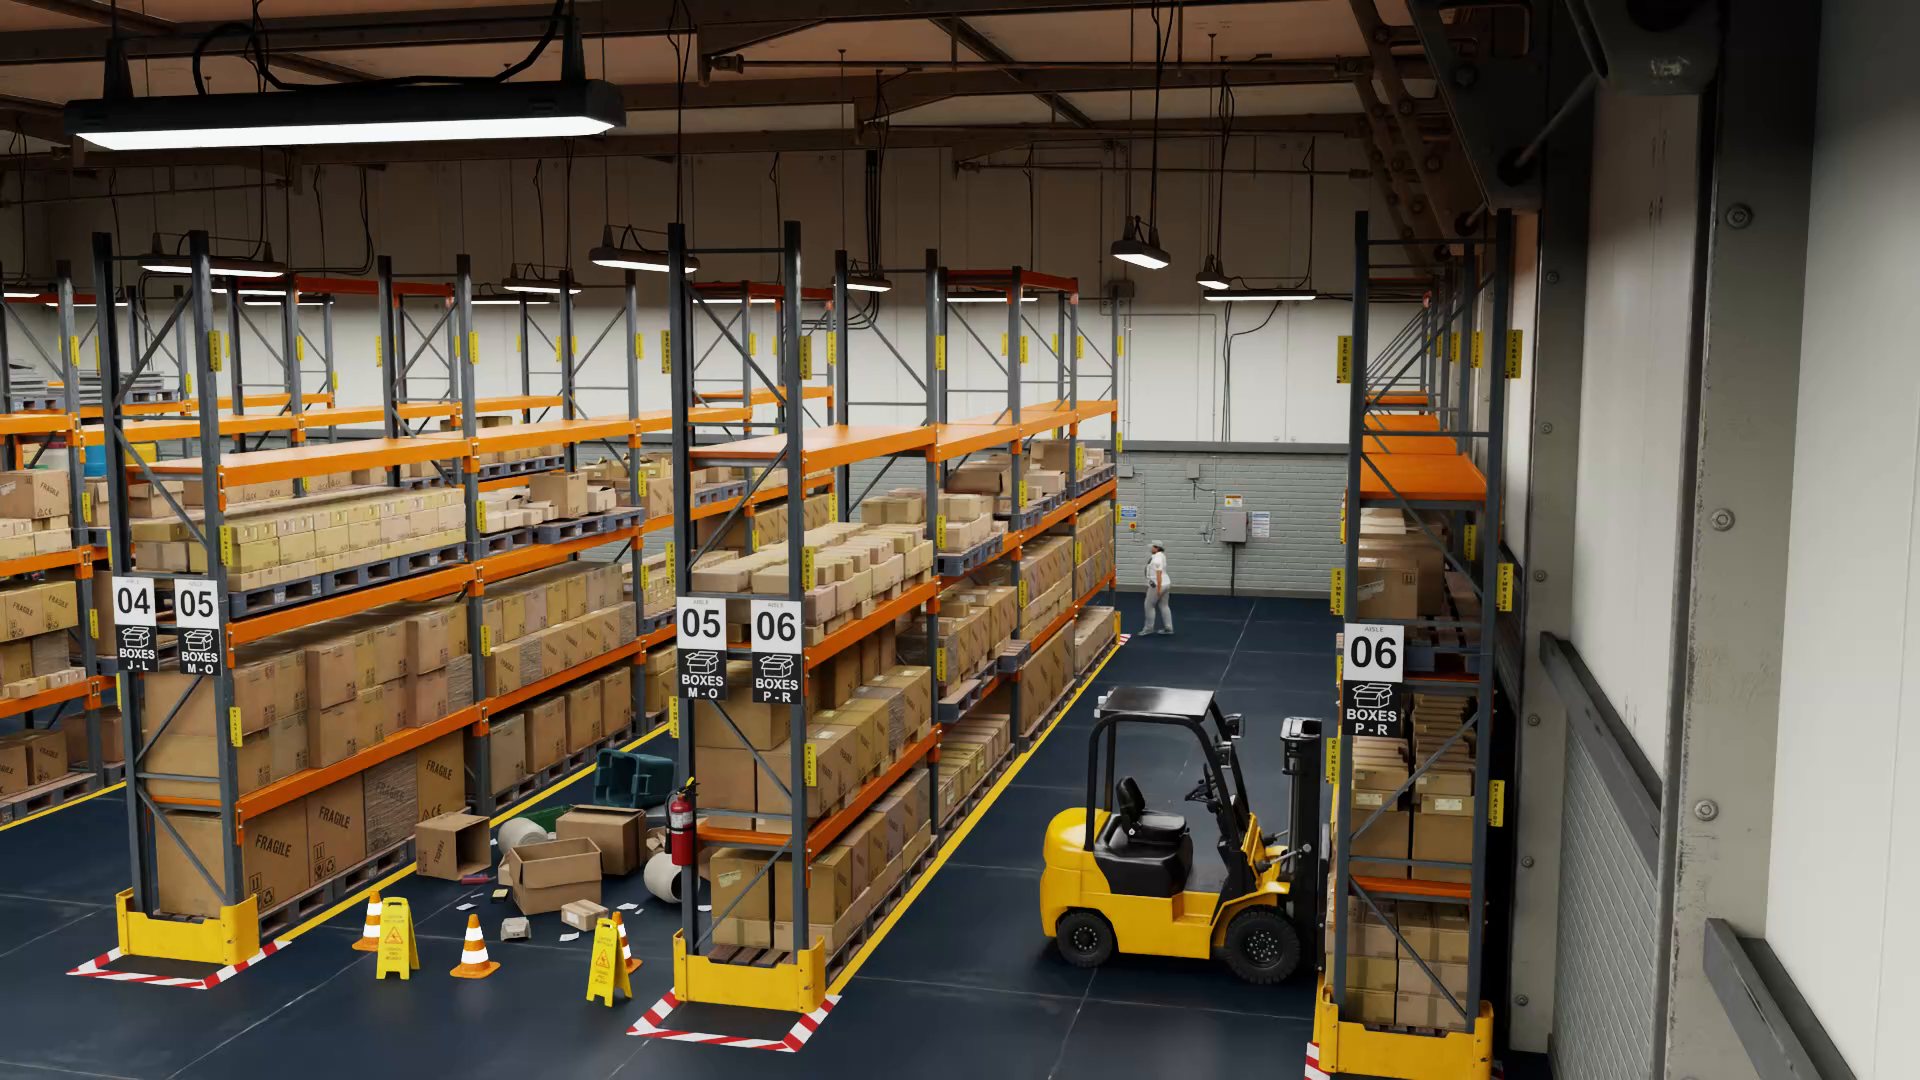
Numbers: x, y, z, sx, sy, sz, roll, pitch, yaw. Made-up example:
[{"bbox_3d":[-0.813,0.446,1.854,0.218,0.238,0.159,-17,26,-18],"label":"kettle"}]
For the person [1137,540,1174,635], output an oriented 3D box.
[{"bbox_3d":[3.417,0.831,28.914,0.640,1.680,0.524,3,8,25],"label":"person"}]
